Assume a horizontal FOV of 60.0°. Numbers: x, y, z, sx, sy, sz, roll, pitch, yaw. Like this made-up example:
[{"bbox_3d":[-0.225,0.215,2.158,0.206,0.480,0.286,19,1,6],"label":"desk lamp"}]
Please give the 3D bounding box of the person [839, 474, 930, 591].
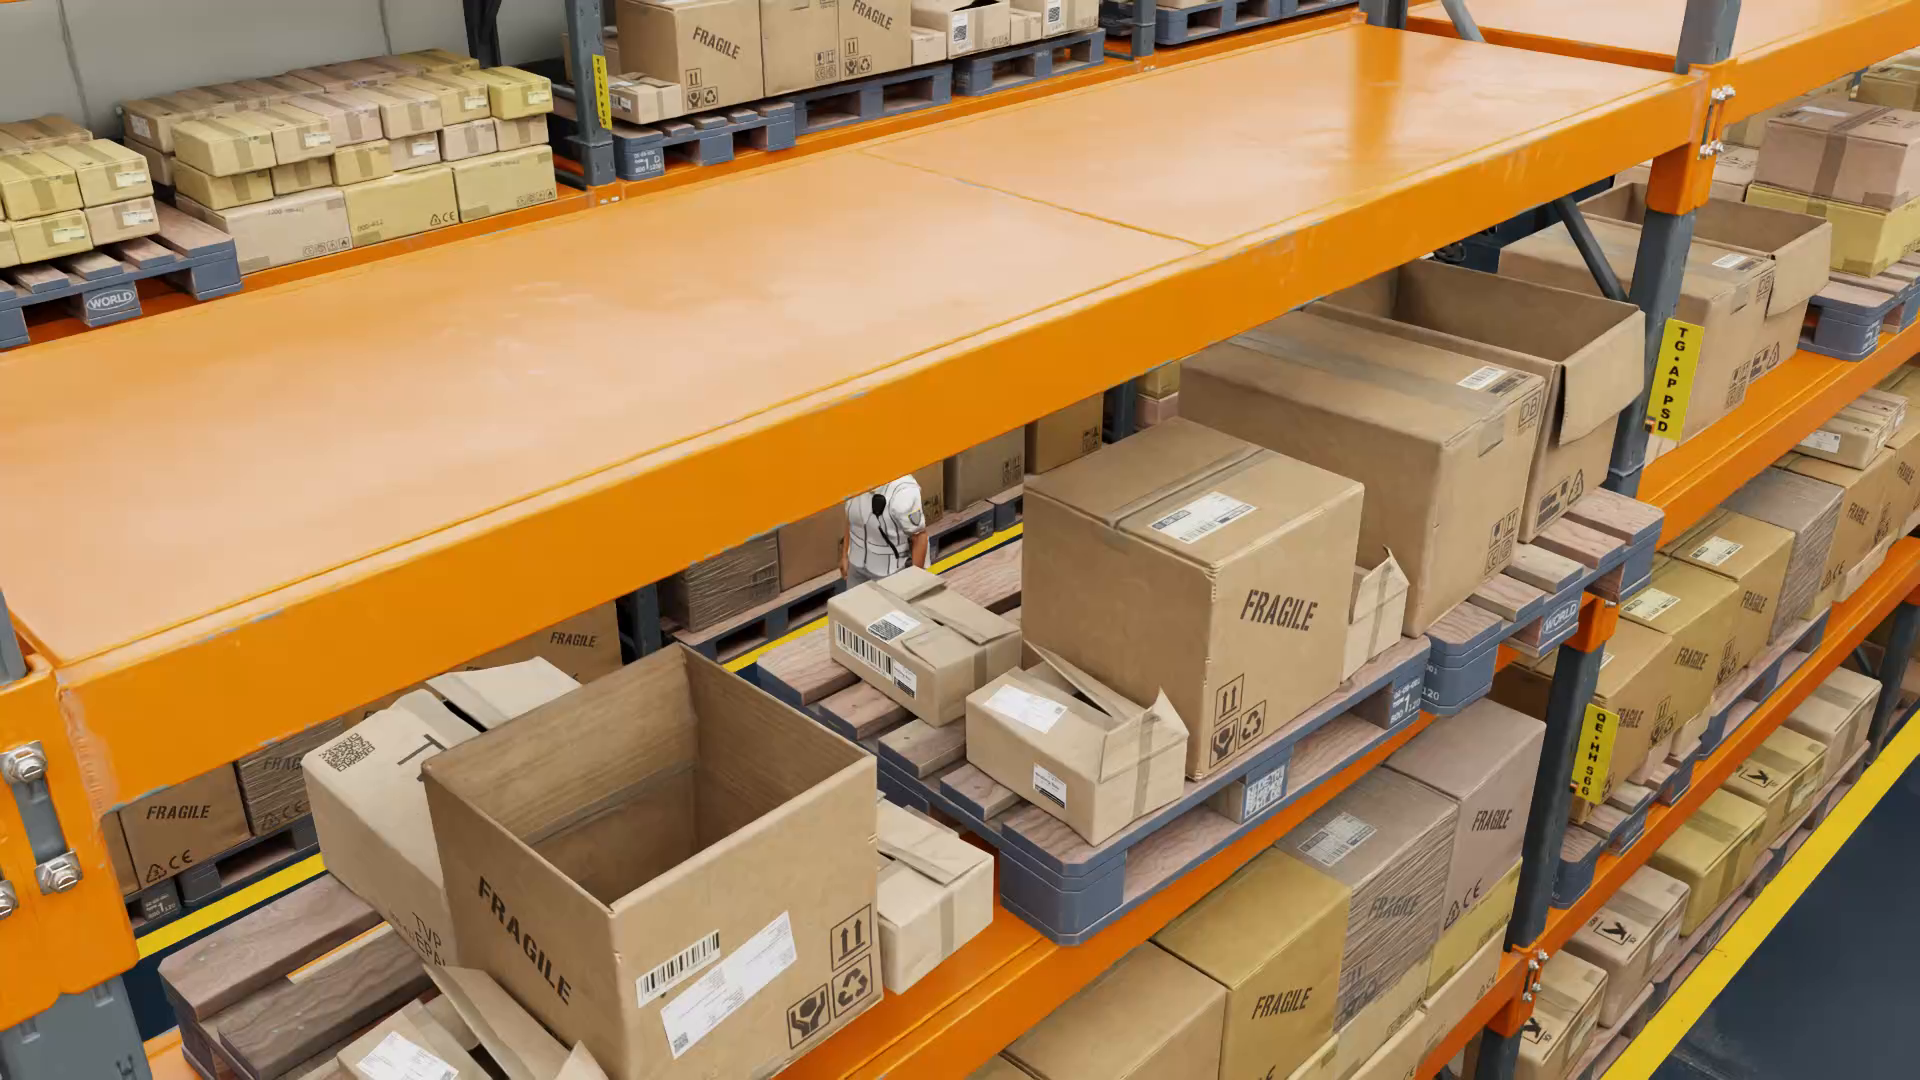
[{"bbox_3d":[-0.418,0.160,8.595,0.564,1.667,0.464,23,35,36],"label":"person"}]
